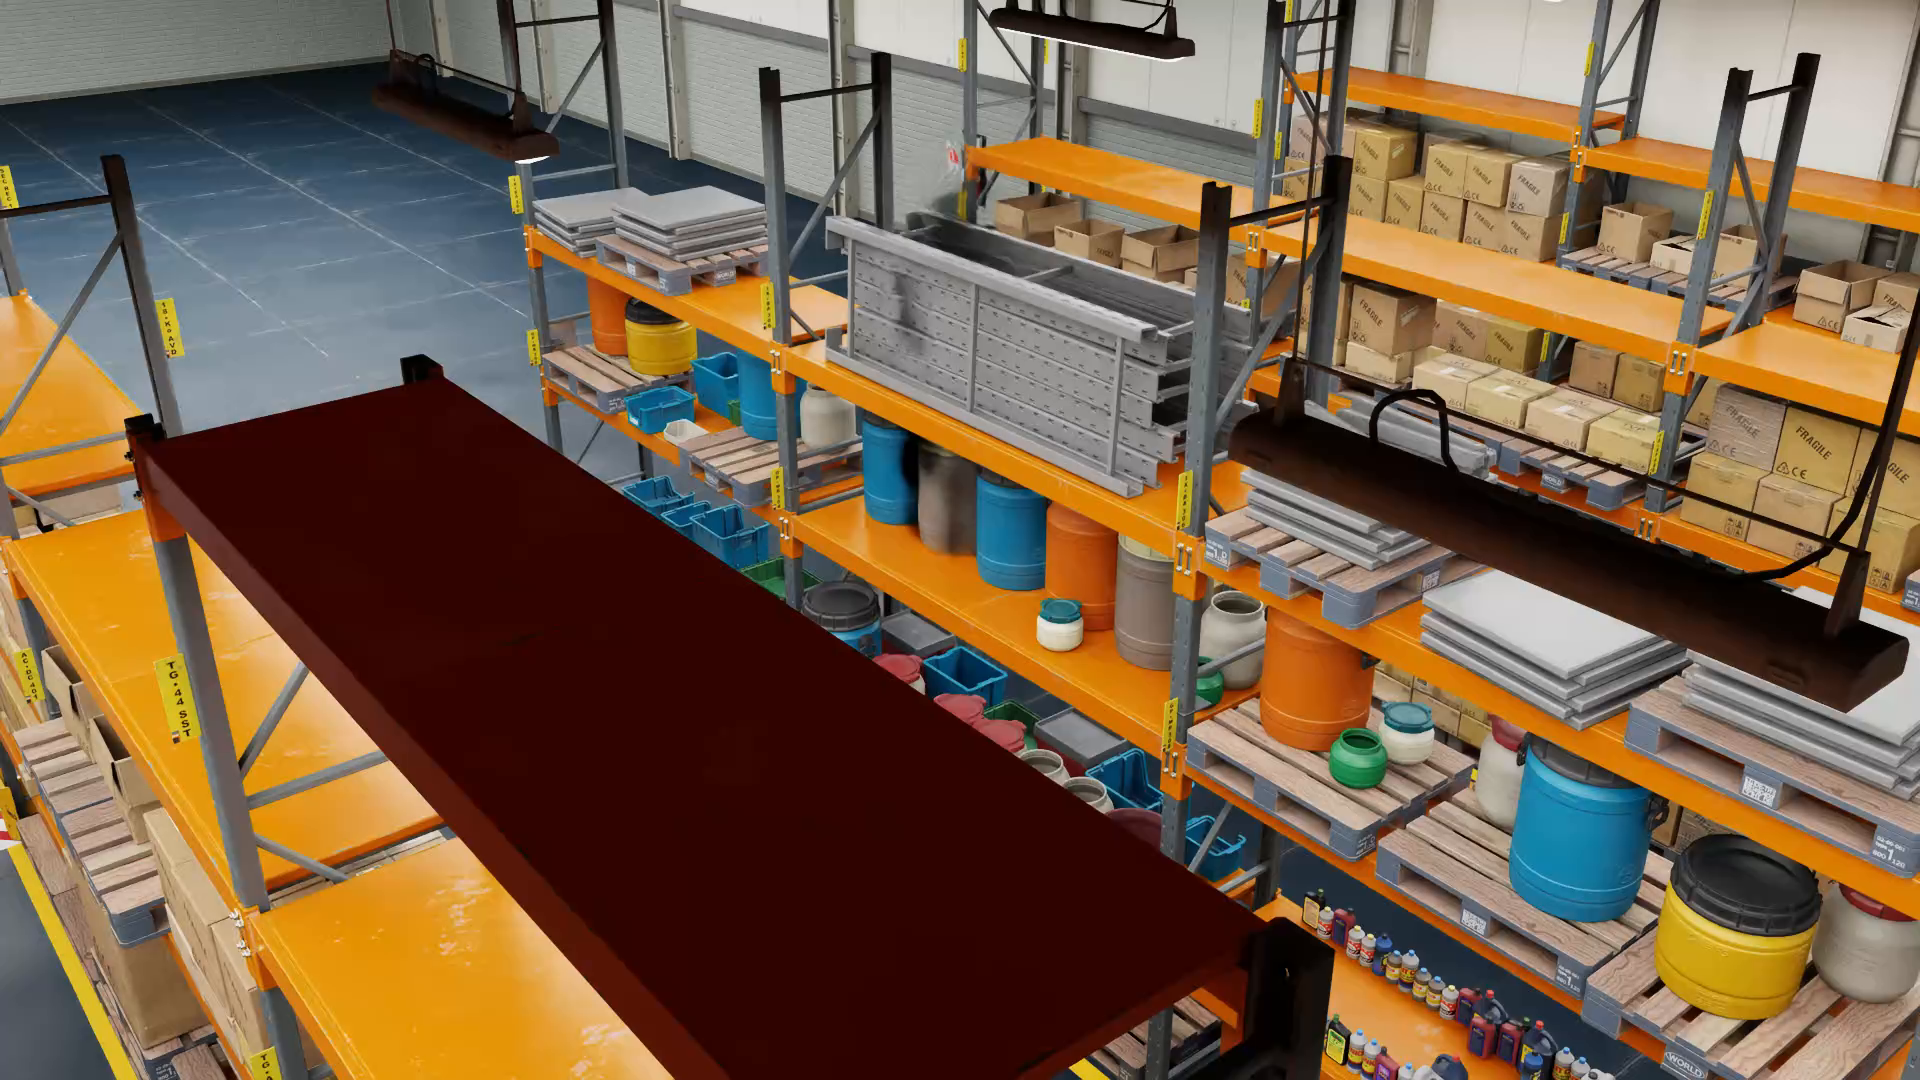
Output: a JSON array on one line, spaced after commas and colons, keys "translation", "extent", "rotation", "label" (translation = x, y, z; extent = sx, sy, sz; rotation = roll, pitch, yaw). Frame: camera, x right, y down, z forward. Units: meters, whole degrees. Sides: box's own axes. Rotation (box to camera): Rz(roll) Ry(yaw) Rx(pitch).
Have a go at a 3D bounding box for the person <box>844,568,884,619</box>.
[{"translation": [-0.878, 0.084, 15.526], "extent": [0.513, 1.678, 0.550], "rotation": [21, 33, 37], "label": "person"}]
